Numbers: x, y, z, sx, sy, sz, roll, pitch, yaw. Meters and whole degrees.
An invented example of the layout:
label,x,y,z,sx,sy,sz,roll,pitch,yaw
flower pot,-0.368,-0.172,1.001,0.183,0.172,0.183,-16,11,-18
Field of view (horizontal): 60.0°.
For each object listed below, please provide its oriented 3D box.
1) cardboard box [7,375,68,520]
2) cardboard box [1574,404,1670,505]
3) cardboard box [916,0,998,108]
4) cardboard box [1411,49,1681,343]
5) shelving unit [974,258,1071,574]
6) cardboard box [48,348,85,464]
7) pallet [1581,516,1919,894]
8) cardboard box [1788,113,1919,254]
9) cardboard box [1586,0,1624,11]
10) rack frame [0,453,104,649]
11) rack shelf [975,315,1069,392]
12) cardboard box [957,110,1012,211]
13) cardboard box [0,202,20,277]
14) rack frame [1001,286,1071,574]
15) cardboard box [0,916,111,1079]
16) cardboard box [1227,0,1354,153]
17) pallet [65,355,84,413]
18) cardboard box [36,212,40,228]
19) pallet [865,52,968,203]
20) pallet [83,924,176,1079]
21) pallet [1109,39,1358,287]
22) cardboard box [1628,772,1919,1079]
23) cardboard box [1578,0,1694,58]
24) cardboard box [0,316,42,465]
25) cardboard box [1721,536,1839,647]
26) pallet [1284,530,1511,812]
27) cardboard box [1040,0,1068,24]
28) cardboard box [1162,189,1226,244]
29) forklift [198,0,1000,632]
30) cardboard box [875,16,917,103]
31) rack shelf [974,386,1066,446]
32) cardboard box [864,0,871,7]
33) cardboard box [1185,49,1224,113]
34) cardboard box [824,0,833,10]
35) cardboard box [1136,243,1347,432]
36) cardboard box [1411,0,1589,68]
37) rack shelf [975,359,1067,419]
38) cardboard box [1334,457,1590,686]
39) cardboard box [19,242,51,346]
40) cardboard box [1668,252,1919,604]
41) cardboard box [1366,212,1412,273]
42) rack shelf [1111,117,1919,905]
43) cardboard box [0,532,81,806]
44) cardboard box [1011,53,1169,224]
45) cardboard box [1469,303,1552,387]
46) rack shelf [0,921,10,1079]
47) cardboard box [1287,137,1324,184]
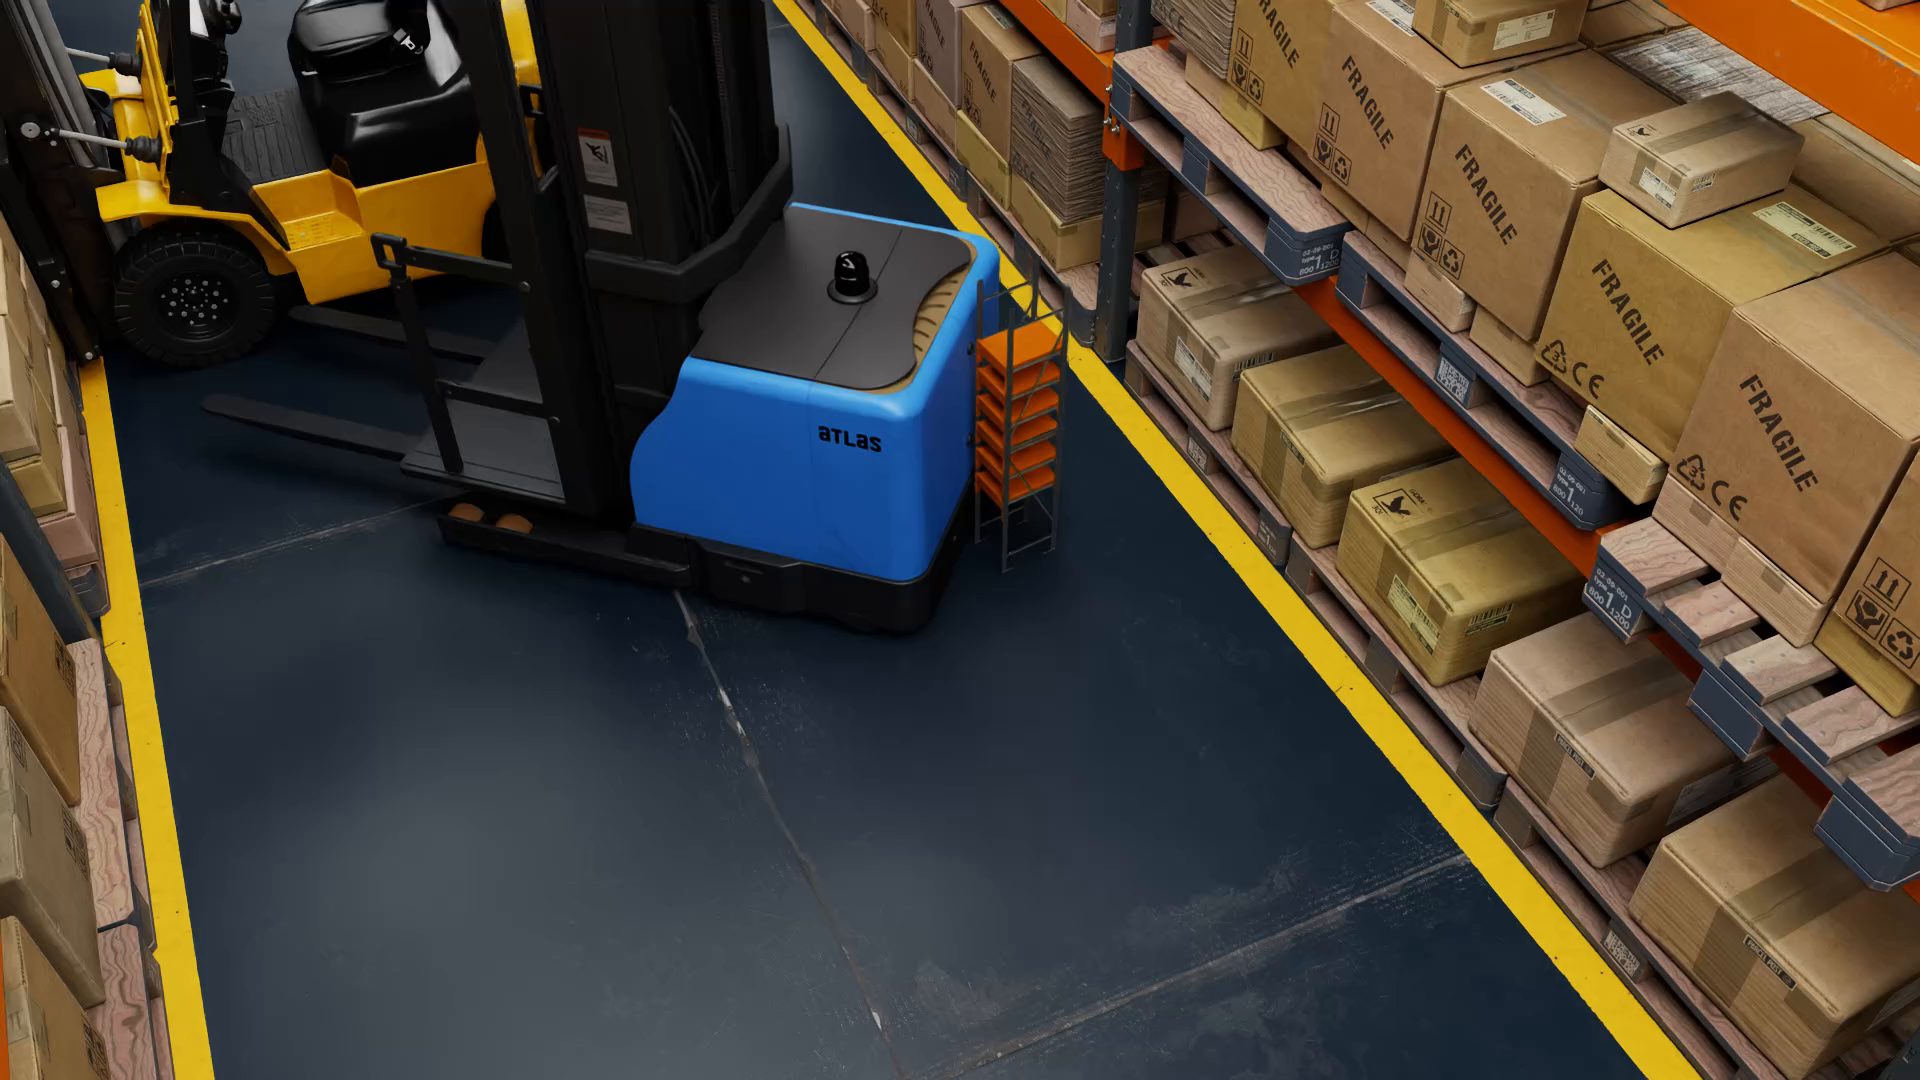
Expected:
label,x,y,z,sx,sy,sz,roll,pitch,yaw
cardboard box,-3.382,-0.267,5.688,0.500,0.250,0.500,-18,47,-18
cardboard box,1.822,-0.268,4.266,0.380,0.149,0.250,-17,47,-17
cardboard box,0.120,-2.371,7.642,0.500,0.500,0.500,-16,47,-15
cardboard box,1.613,-0.932,4.477,0.500,0.500,0.500,-20,48,-19
shelving unit,0.207,-0.403,5.804,0.258,1.200,0.189,-24,49,-22
cardboard box,-3.589,-0.415,6.193,0.500,0.250,0.500,-19,48,-18
pallet,2.329,0.208,4.041,1.213,0.211,1.003,-18,47,-17
cardboard box,2.291,-0.751,4.293,0.500,0.500,0.500,-17,47,-17
cardboard box,1.881,-1.678,4.771,0.380,0.149,0.250,-20,48,-19
rack frame,-3.459,-0.519,4.640,1.000,3.000,0.127,-18,47,-17
rack shelf,0.207,-0.628,5.582,0.258,0.103,0.180,-24,49,-22
cardboard box,0.318,-1.792,7.589,0.500,0.250,0.500,-19,48,-18
cardboard box,-3.803,-1.089,6.165,0.500,0.250,0.500,-17,47,-16
rack frame,0.255,-0.348,5.749,0.240,1.200,0.006,-24,49,-22
cardboard box,-2.592,1.481,4.005,0.875,0.625,0.625,-20,48,-19
cardboard box,1.191,-1.576,5.129,0.500,0.500,0.500,-18,47,-17
pallet,-4.272,-0.824,6.935,1.003,0.211,1.213,-18,47,-17
cardboard box,-4.015,-1.067,6.854,0.500,0.250,0.500,-17,47,-16
pallet,0.212,-2.191,8.320,1.003,0.211,1.213,-18,47,-17
pallet,-2.597,1.710,4.366,1.003,0.211,1.213,-18,47,-17
pallet,1.233,-1.389,5.658,1.003,0.211,1.213,-18,47,-17
cardboard box,2.497,0.985,4.688,0.950,0.372,0.625,-21,48,-20
cardboard box,1.867,-1.405,4.957,0.500,0.500,0.500,-17,47,-16
cardboard box,-3.377,-0.446,5.514,0.500,0.250,0.500,-19,48,-18
cardboard box,2.049,0.066,3.928,0.380,0.149,0.250,-18,48,-18
pallet,1.889,0.280,5.816,1.003,0.211,1.213,-18,47,-17
cardboard box,0.521,-2.169,6.492,0.380,0.149,0.250,-17,47,-17
cardboard box,1.040,-1.614,7.408,0.500,0.250,0.500,-20,48,-19
forklift,-1.422,-1.319,5.500,3.031,2.935,1.130,12,46,12
cardboard box,-0.102,-2.440,8.246,0.500,0.250,0.500,-15,47,-15
rack shelf,0.207,-0.457,5.751,0.258,0.103,0.180,-24,49,-22
cardboard box,-0.316,-3.031,8.311,0.500,0.500,0.500,-20,48,-19
cardboard box,0.989,-1.602,5.617,0.380,0.149,0.250,-17,47,-17
cardboard box,-0.550,-3.111,8.926,0.500,0.250,0.500,-18,48,-18
cardboard box,1.266,-0.868,6.566,0.950,0.372,0.625,-17,47,-17
cardboard box,1.470,-1.443,4.533,0.380,0.149,0.250,-16,47,-15
rack shelf,0.207,-0.542,5.666,0.258,0.103,0.180,-24,49,-22
cardboard box,1.866,0.032,5.654,0.950,0.372,0.625,-17,47,-16
cardboard box,-3.796,-0.911,6.340,0.500,0.250,0.500,-18,48,-18
cardboard box,2.055,-0.263,3.799,0.500,0.500,0.500,-19,48,-18
cardboard box,1.447,-0.948,4.954,0.380,0.149,0.250,-18,47,-17
rack shelf,1.884,-0.457,5.089,1.077,0.370,4.000,-18,47,-17
cardboard box,-3.229,0.506,4.993,0.875,0.625,0.625,-16,47,-16
cardboard box,0.551,-1.723,6.985,0.500,0.500,0.500,-19,48,-18
cardboard box,1.651,-0.602,4.604,0.380,0.149,0.250,-19,48,-19
rack shelf,-2.618,1.012,3.601,1.077,0.370,4.000,-18,47,-17
cardboard box,1.275,-1.282,5.293,0.380,0.149,0.250,-15,47,-15
